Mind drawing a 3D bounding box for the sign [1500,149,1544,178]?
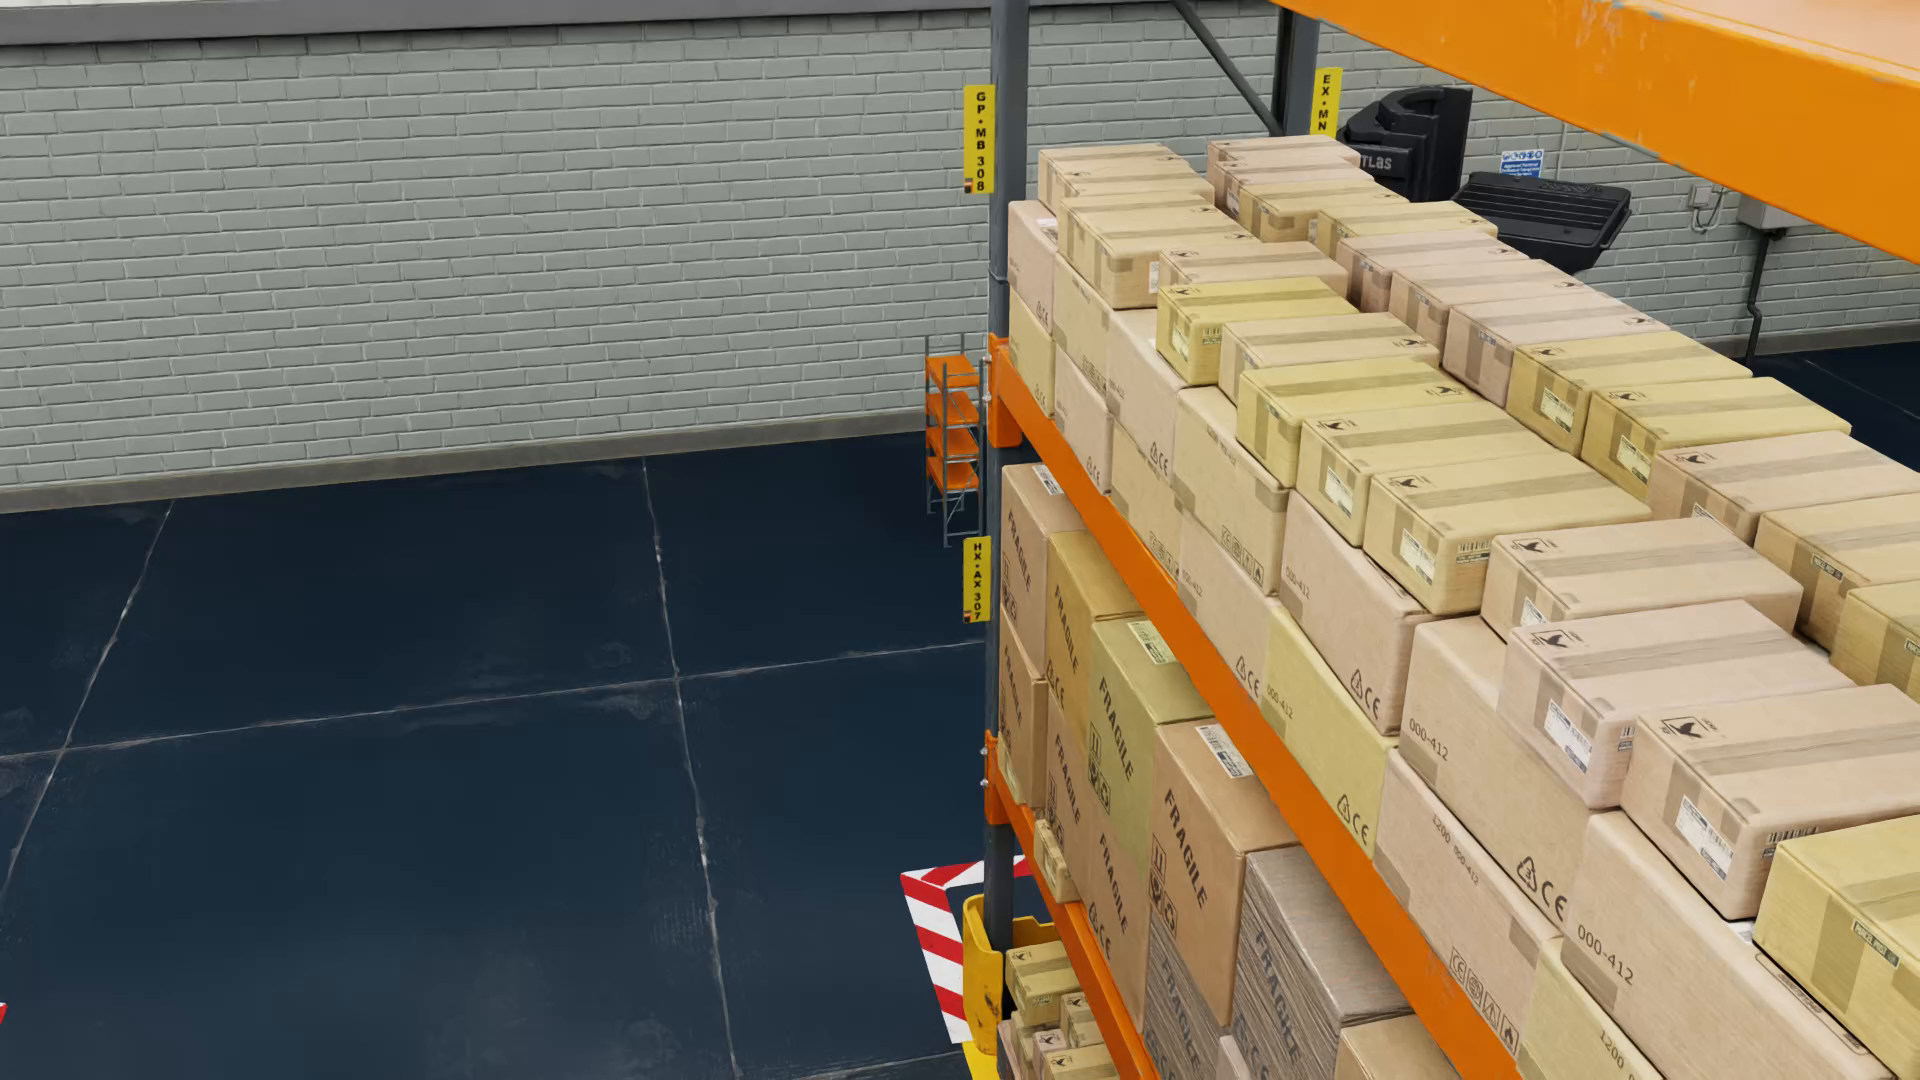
[{"bbox_3d":[4.036,-2.695,11.960,0.327,0.218,0.001,-6,27,-12],"label":"sign"}]

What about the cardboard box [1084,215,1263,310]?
[{"bbox_3d":[0.525,-0.693,4.135,0.380,0.149,0.250,-6,27,-11],"label":"cardboard box"}]

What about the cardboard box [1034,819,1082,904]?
[{"bbox_3d":[0.450,0.986,5.245,0.380,0.149,0.250,-7,28,-13],"label":"cardboard box"}]

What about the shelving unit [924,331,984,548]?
[{"bbox_3d":[-0.037,-0.608,10.124,0.258,1.200,0.503,-6,27,-12],"label":"shelving unit"}]

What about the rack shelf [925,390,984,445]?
[{"bbox_3d":[-0.037,-0.748,10.053,0.258,0.148,0.480,-6,27,-12],"label":"rack shelf"}]

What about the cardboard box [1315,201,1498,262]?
[{"bbox_3d":[1.135,-0.754,4.254,0.380,0.149,0.250,-6,27,-11],"label":"cardboard box"}]

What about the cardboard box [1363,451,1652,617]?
[{"bbox_3d":[0.912,-0.016,2.793,0.380,0.149,0.250,-7,28,-14],"label":"cardboard box"}]

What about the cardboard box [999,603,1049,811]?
[{"bbox_3d":[0.422,0.515,5.459,0.500,0.500,0.500,-5,27,-9],"label":"cardboard box"}]

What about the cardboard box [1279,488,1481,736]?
[{"bbox_3d":[0.912,0.094,3.018,0.500,0.250,0.500,-5,27,-9],"label":"cardboard box"}]

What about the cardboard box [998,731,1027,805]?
[{"bbox_3d":[0.344,0.755,5.703,0.380,0.149,0.250,-6,27,-12],"label":"cardboard box"}]

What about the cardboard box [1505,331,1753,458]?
[{"bbox_3d":[1.341,-0.297,3.350,0.380,0.149,0.250,-7,28,-13],"label":"cardboard box"}]

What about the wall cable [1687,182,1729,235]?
[{"bbox_3d":[5.476,-3.155,12.044,0.588,1.984,0.122,-6,27,-12],"label":"wall cable"}]

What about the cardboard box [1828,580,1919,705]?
[{"bbox_3d":[1.522,0.171,2.423,0.380,0.149,0.250,-6,27,-12],"label":"cardboard box"}]

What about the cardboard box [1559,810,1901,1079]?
[{"bbox_3d":[1.140,0.552,2.111,0.500,0.250,0.500,-7,28,-14],"label":"cardboard box"}]

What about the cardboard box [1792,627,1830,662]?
[{"bbox_3d":[1.509,0.274,2.662,0.500,0.250,0.500,-6,27,-12],"label":"cardboard box"}]

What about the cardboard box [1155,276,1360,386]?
[{"bbox_3d":[0.653,-0.465,3.683,0.380,0.149,0.250,-5,27,-10],"label":"cardboard box"}]

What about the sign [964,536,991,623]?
[{"bbox_3d":[0.062,0.136,5.690,0.100,0.325,0.005,-6,27,-12],"label":"sign"}]

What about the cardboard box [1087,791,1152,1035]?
[{"bbox_3d":[0.666,0.964,4.570,0.500,0.500,0.500,-6,27,-11],"label":"cardboard box"}]

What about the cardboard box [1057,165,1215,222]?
[{"bbox_3d":[0.481,-0.927,4.597,0.380,0.149,0.250,-5,27,-10],"label":"cardboard box"}]

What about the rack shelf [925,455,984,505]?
[{"bbox_3d":[-0.037,-0.371,10.243,0.258,0.148,0.480,-6,27,-12],"label":"rack shelf"}]

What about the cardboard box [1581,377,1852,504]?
[{"bbox_3d":[1.413,-0.184,3.125,0.380,0.149,0.250,-5,27,-9],"label":"cardboard box"}]

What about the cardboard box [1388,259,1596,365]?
[{"bbox_3d":[1.209,-0.524,3.799,0.380,0.149,0.250,-5,27,-10],"label":"cardboard box"}]

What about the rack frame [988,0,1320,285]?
[{"bbox_3d":[0.590,-2.210,4.642,1.000,3.000,0.127,-6,27,-12],"label":"rack frame"}]

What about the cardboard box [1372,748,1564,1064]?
[{"bbox_3d":[1.017,0.543,2.682,0.500,0.250,0.500,-6,27,-12],"label":"cardboard box"}]

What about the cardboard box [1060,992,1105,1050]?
[{"bbox_3d":[0.557,1.661,5.668,0.380,0.149,0.250,-5,27,-11],"label":"cardboard box"}]

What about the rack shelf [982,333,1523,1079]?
[{"bbox_3d":[1.041,0.328,3.741,1.077,0.370,4.000,-6,27,-12],"label":"rack shelf"}]

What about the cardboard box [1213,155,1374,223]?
[{"bbox_3d":[0.933,-0.973,4.690,0.380,0.149,0.250,-6,27,-11],"label":"cardboard box"}]

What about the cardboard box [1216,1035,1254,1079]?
[{"bbox_3d":[0.881,1.416,3.674,0.500,0.500,0.500,-6,27,-12],"label":"cardboard box"}]

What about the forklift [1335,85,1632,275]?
[{"bbox_3d":[2.616,-0.674,8.332,3.031,2.935,1.130,14,30,25],"label":"forklift"}]

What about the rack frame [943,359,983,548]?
[{"bbox_3d":[0.018,-0.501,9.911,0.240,1.200,0.015,-6,27,-12],"label":"rack frame"}]

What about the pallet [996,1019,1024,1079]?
[{"bbox_3d":[0.756,2.106,5.843,1.003,0.211,1.213,-6,27,-12],"label":"pallet"}]

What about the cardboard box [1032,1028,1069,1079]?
[{"bbox_3d":[0.465,1.802,5.718,0.380,0.149,0.250,-6,27,-12],"label":"cardboard box"}]

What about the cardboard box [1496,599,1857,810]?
[{"bbox_3d":[0.989,0.223,2.320,0.380,0.149,0.250,-6,27,-12],"label":"cardboard box"}]

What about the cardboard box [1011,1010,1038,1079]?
[{"bbox_3d":[0.396,1.816,6.022,0.380,0.149,0.250,-5,27,-11],"label":"cardboard box"}]

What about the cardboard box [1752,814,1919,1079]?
[{"bbox_3d":[1.155,0.441,1.888,0.380,0.149,0.250,-7,28,-14],"label":"cardboard box"}]

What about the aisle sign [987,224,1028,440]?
[{"bbox_3d":[0.282,-0.694,5.412,0.394,0.787,0.004,-6,27,-12],"label":"aisle sign"}]

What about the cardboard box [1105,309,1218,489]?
[{"bbox_3d":[0.657,-0.356,3.910,0.500,0.250,0.500,-6,27,-11],"label":"cardboard box"}]

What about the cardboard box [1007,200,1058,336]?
[{"bbox_3d":[0.438,-0.804,4.797,0.500,0.250,0.500,-6,27,-11],"label":"cardboard box"}]

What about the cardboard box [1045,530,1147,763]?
[{"bbox_3d":[0.553,0.289,4.798,0.500,0.500,0.500,-5,27,-10],"label":"cardboard box"}]

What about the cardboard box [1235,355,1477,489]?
[{"bbox_3d":[0.761,-0.233,3.224,0.380,0.149,0.250,-6,27,-12],"label":"cardboard box"}]

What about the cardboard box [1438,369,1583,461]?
[{"bbox_3d":[1.274,-0.179,3.558,0.500,0.250,0.500,-7,28,-14],"label":"cardboard box"}]

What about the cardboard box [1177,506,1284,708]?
[{"bbox_3d":[0.791,0.103,3.555,0.500,0.250,0.500,-6,27,-12],"label":"cardboard box"}]

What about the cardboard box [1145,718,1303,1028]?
[{"bbox_3d":[0.767,0.743,3.899,0.500,0.500,0.500,-7,28,-13],"label":"cardboard box"}]

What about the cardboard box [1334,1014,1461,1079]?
[{"bbox_3d":[1.001,1.195,3.003,0.500,0.500,0.500,-7,28,-13],"label":"cardboard box"}]

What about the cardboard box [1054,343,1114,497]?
[{"bbox_3d":[0.557,-0.350,4.451,0.500,0.250,0.500,-5,27,-10],"label":"cardboard box"}]
